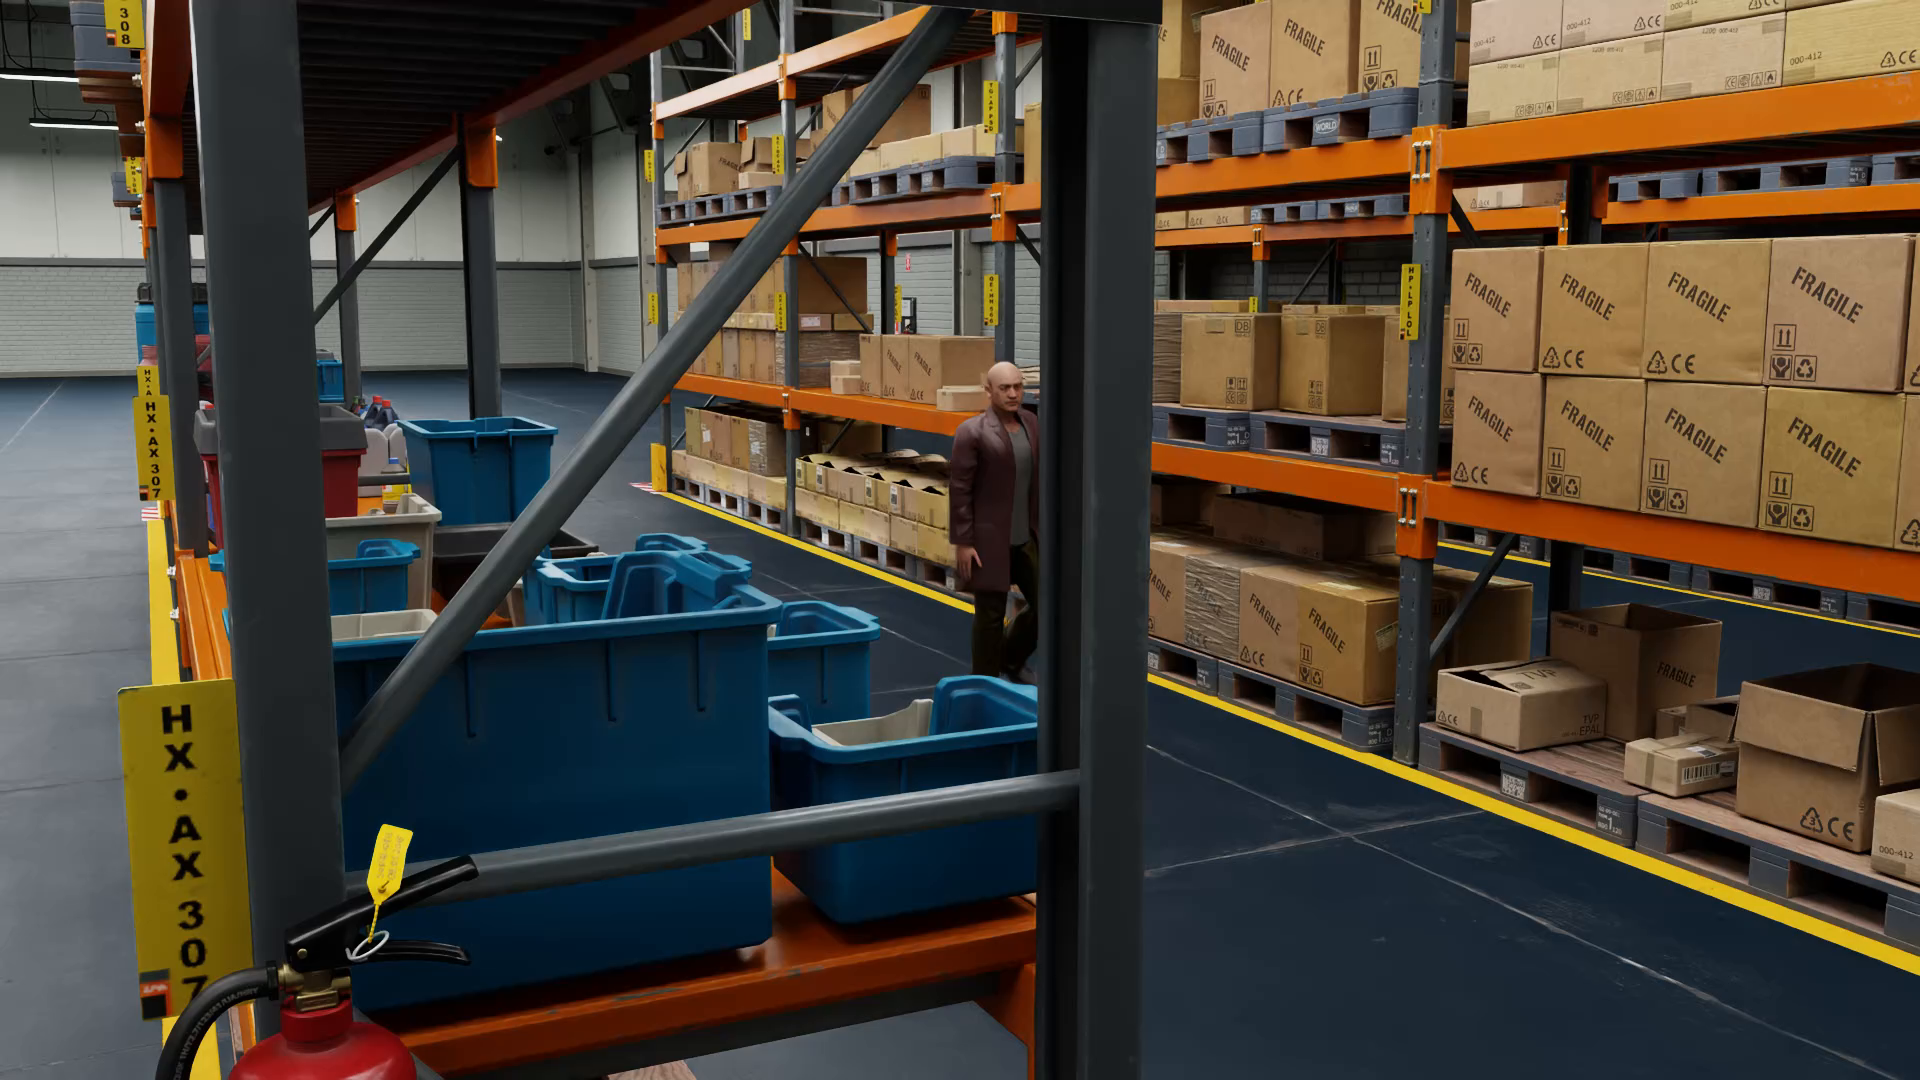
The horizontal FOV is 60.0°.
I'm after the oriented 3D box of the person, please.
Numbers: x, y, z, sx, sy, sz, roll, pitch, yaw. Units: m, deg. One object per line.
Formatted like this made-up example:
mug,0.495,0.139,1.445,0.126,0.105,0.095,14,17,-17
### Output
person,0.206,-0.009,8.326,0.618,1.765,0.525,-5,10,-32
